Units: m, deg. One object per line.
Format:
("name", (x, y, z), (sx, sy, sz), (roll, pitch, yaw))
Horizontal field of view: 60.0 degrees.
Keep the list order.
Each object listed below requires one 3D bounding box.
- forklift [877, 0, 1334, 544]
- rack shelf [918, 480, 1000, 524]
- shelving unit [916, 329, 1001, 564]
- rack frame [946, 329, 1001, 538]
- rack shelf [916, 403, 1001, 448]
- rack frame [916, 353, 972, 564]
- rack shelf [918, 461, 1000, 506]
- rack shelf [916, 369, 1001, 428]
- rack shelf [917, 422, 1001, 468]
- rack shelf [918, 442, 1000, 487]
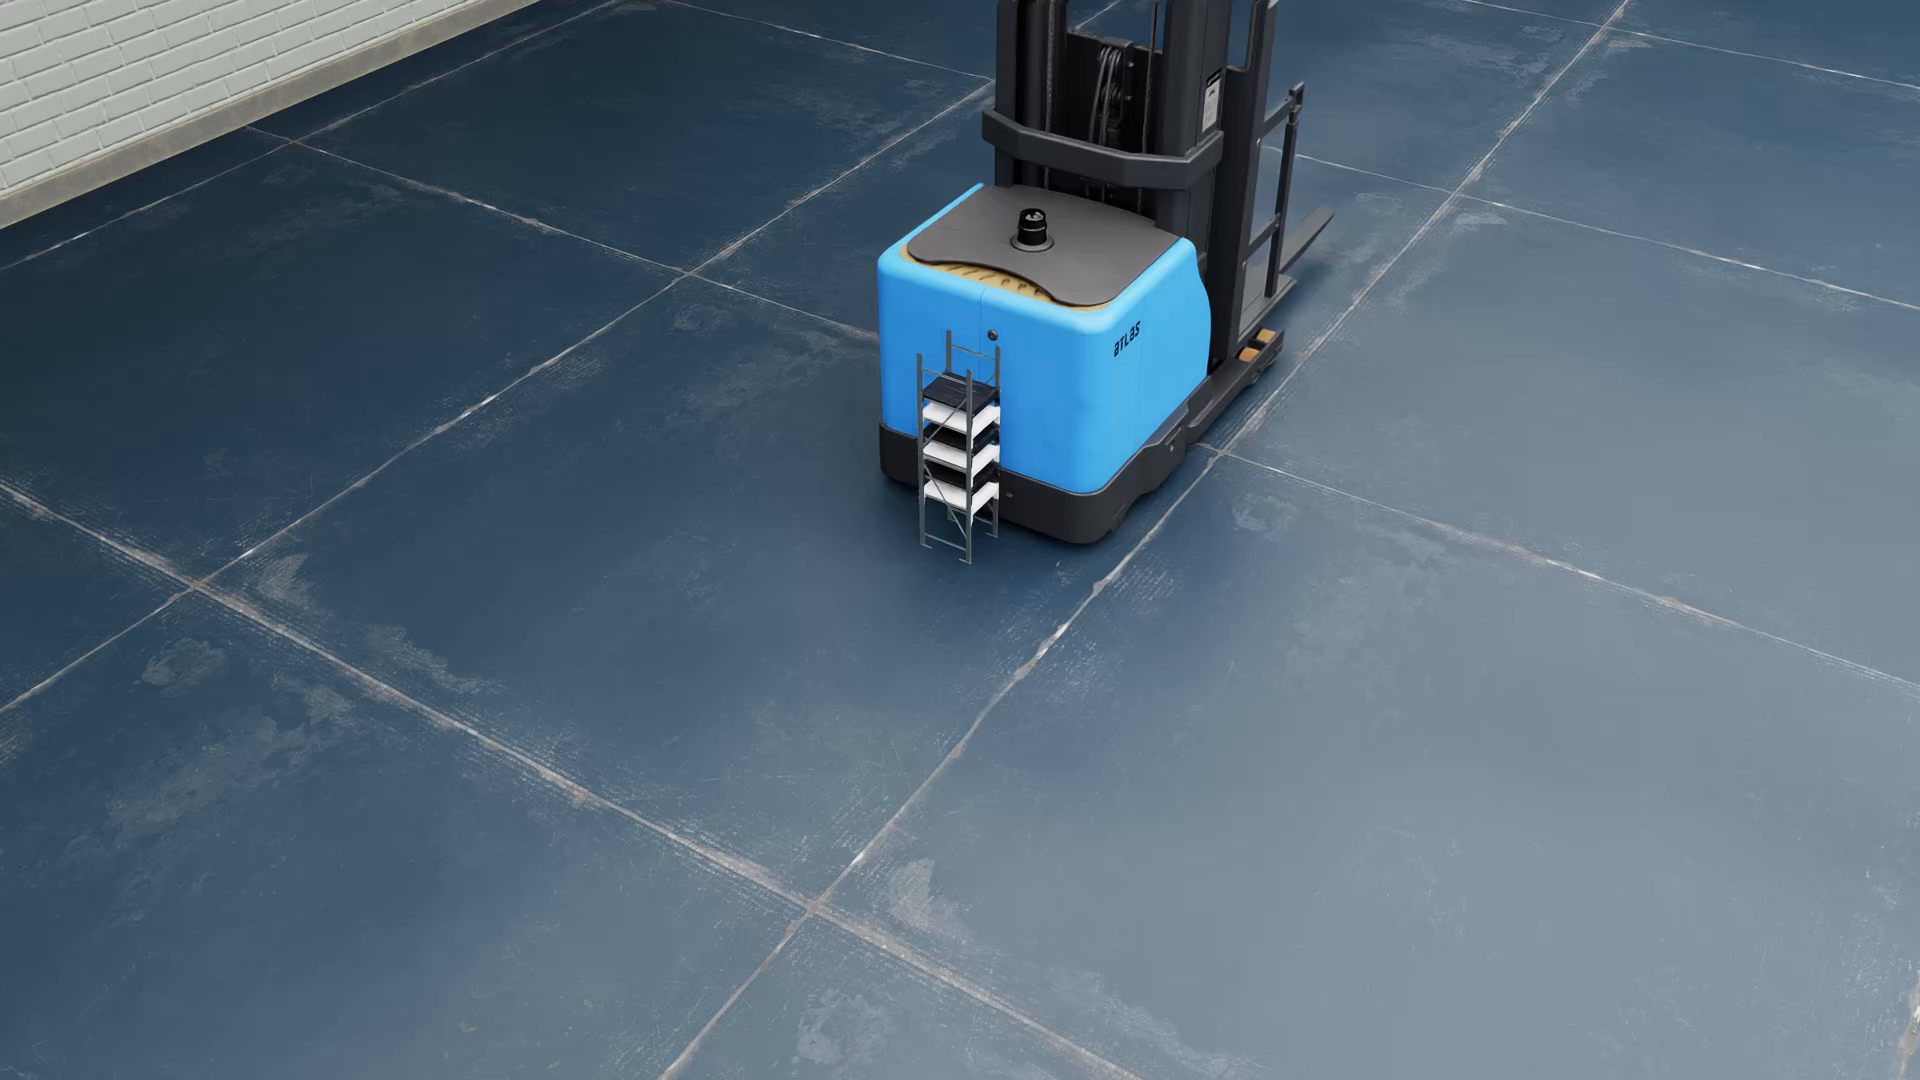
("forklift", (0.862, -2.018, 6.967), (1.130, 2.935, 3.031), (21, 42, 24))
("rack shelf", (-0.004, -0.183, 6.600), (0.258, 0.077, 0.200), (21, 42, 25))
("shelving unit", (-0.004, -0.352, 6.470), (0.258, 0.900, 0.210), (21, 42, 25))
("rack frame", (0.050, -0.405, 6.538), (0.240, 0.900, 0.006), (21, 42, 25))
("rack shelf", (-0.004, -0.468, 6.380), (0.258, 0.077, 0.200), (21, 42, 25))
("rack frame", (-0.059, -0.300, 6.402), (0.240, 0.900, 0.006), (21, 42, 25))
("rack shelf", (-0.004, -0.255, 6.545), (0.258, 0.077, 0.200), (21, 42, 25))
("rack shelf", (-0.004, -0.540, 6.325), (0.258, 0.077, 0.200), (21, 42, 25))
("rack shelf", (-0.004, -0.397, 6.435), (0.258, 0.077, 0.200), (21, 42, 25))
("rack shelf", (-0.004, -0.326, 6.490), (0.258, 0.077, 0.200), (21, 42, 25))
